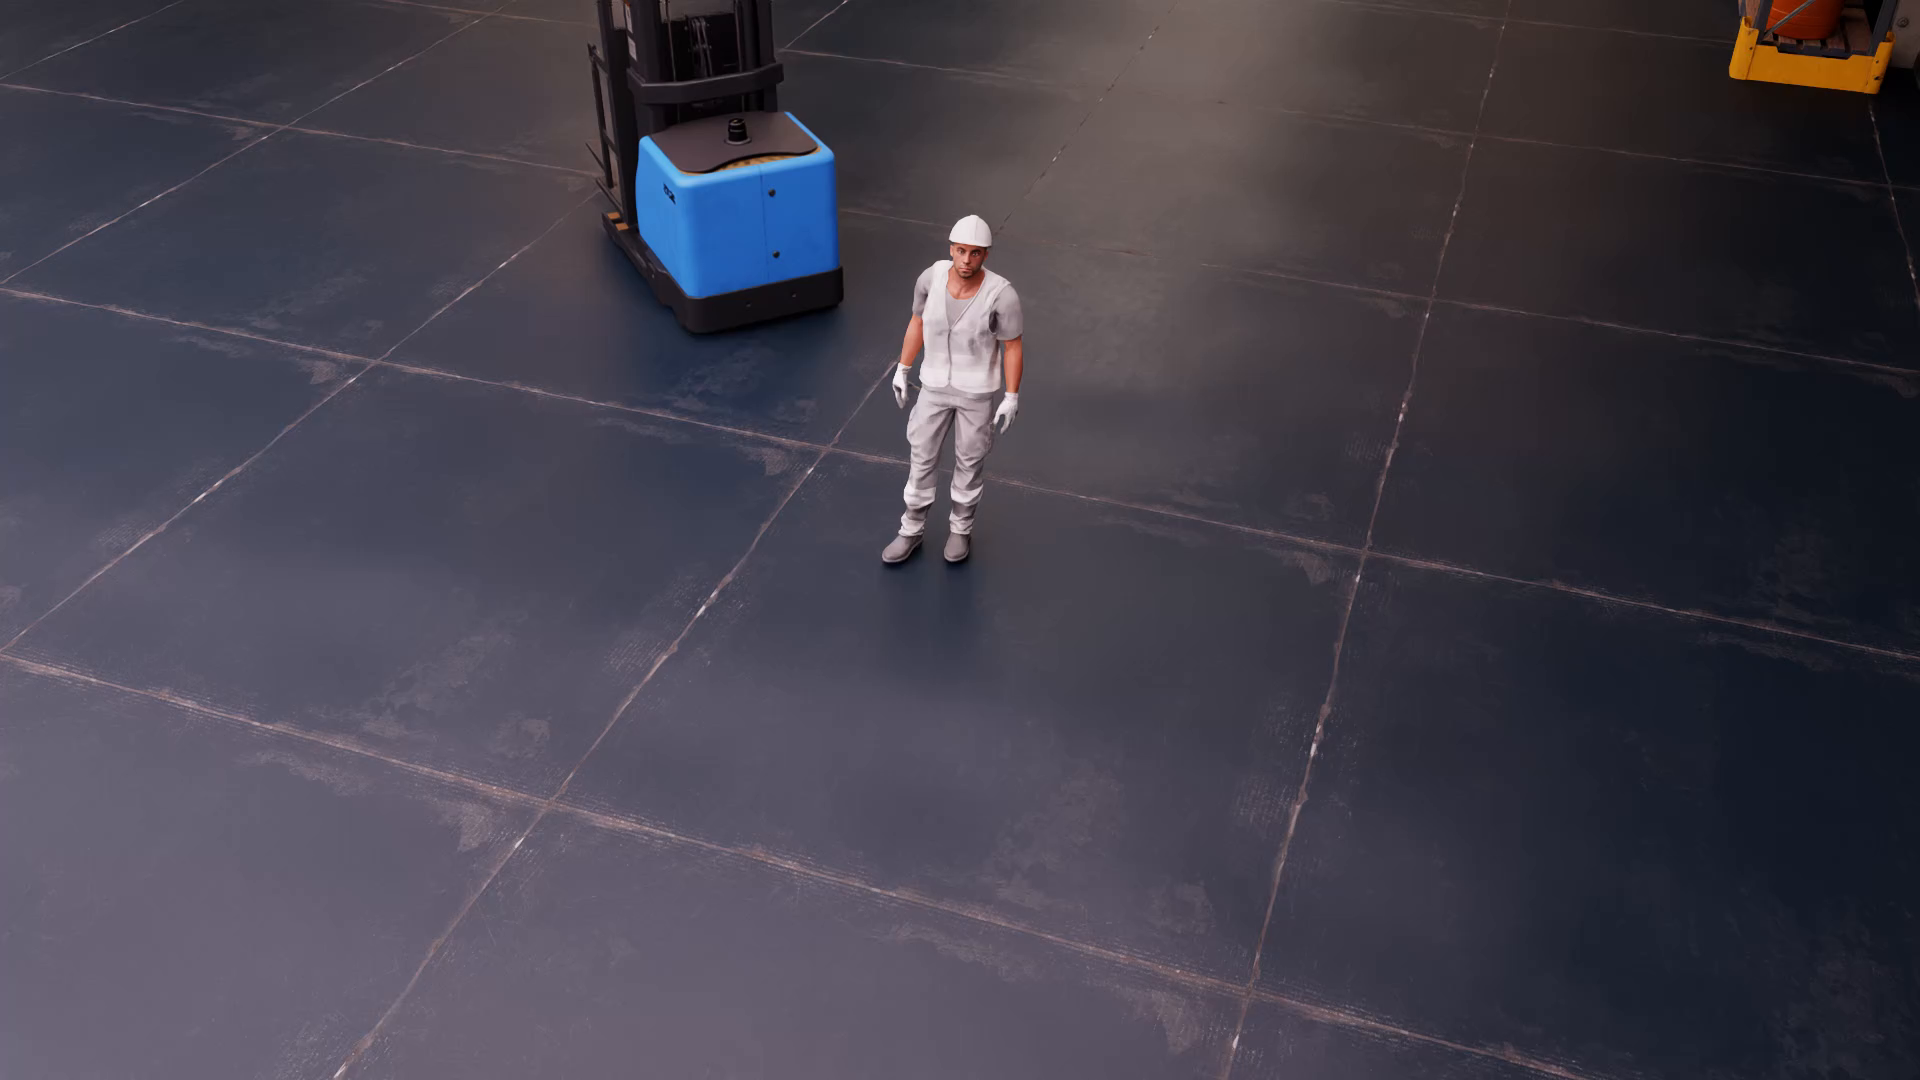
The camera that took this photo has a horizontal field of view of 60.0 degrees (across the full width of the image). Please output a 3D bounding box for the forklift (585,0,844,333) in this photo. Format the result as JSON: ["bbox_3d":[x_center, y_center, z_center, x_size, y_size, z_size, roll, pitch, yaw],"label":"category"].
[{"bbox_3d":[-1.848,-3.322,10.796,1.130,2.935,3.031,-16,38,-21],"label":"forklift"}]

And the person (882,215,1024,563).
[{"bbox_3d":[-0.038,-0.694,8.064,0.637,1.790,0.562,12,37,16],"label":"person"}]
